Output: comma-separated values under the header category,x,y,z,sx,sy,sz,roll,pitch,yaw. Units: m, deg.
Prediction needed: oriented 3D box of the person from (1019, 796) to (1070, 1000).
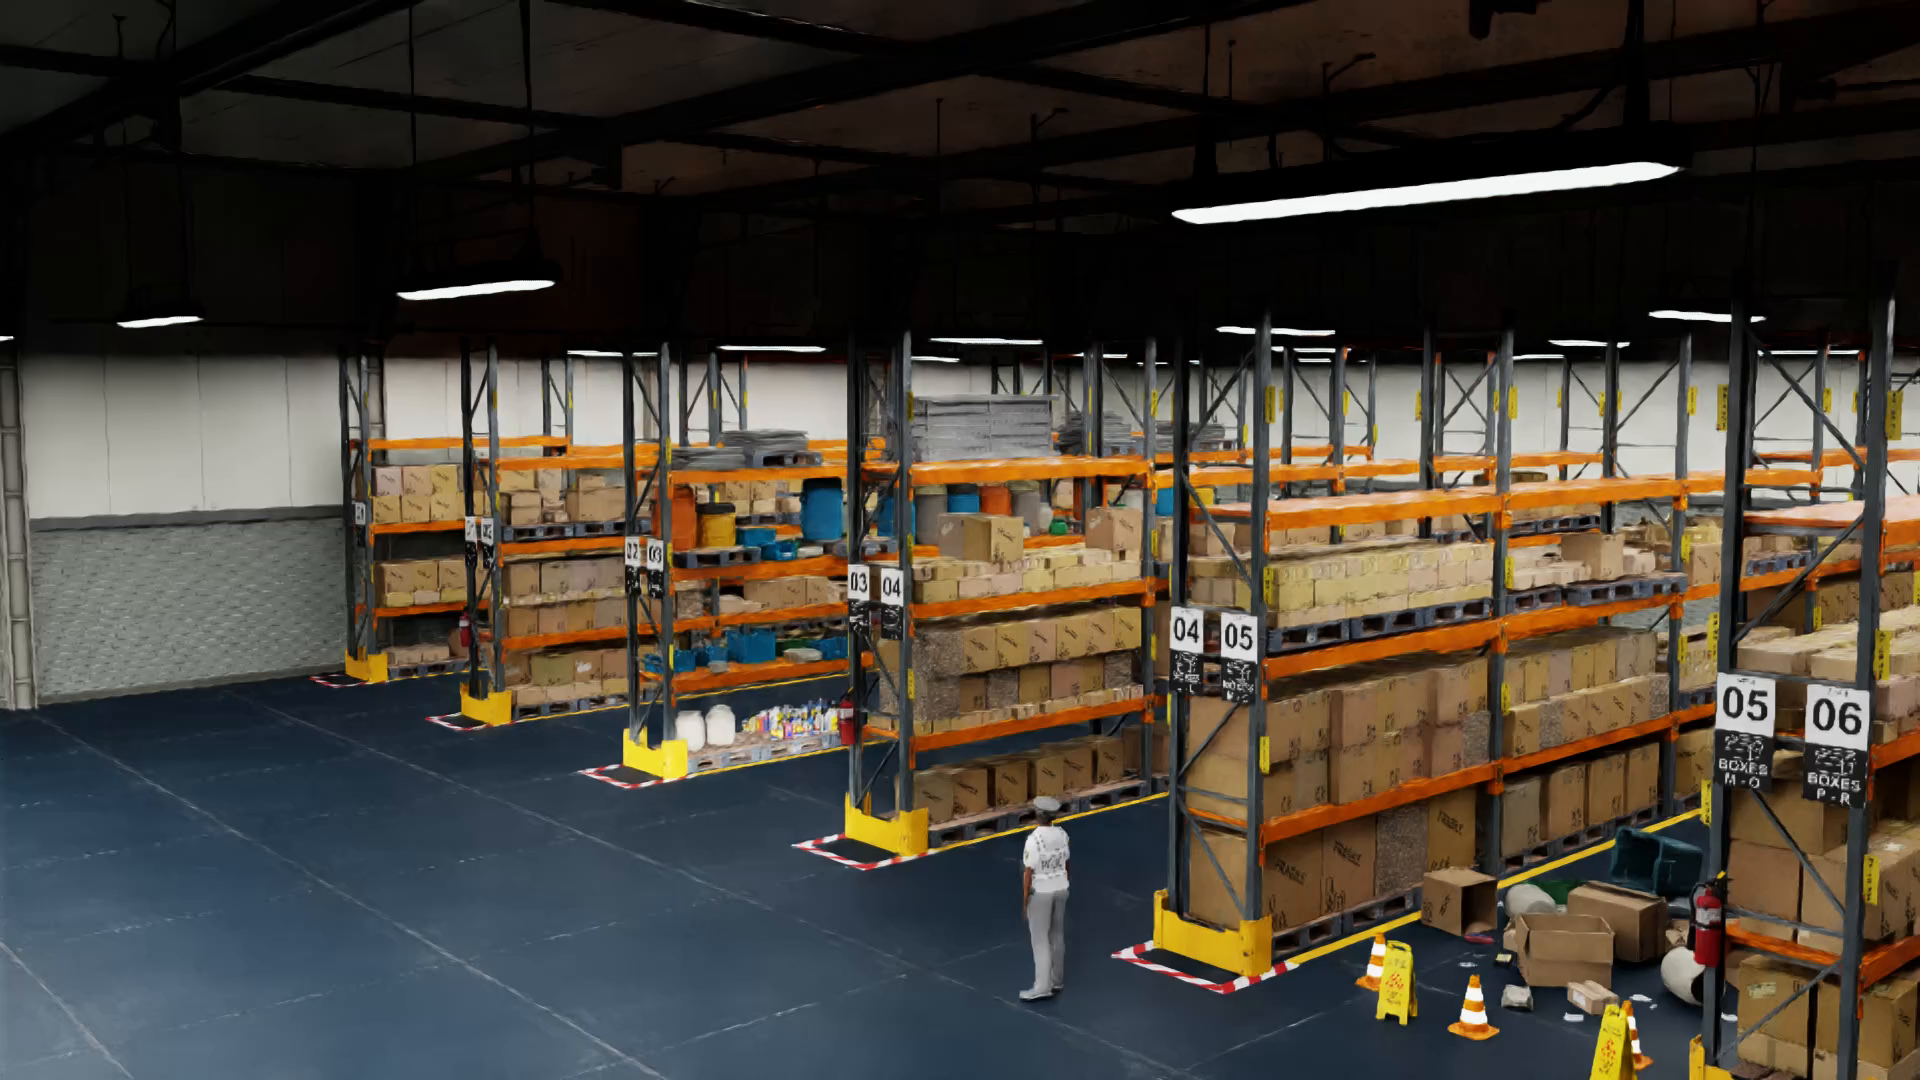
category,x,y,z,sx,sy,sz,roll,pitch,yaw
person,0.709,3.050,14.258,0.582,1.666,0.385,-4,6,-38
